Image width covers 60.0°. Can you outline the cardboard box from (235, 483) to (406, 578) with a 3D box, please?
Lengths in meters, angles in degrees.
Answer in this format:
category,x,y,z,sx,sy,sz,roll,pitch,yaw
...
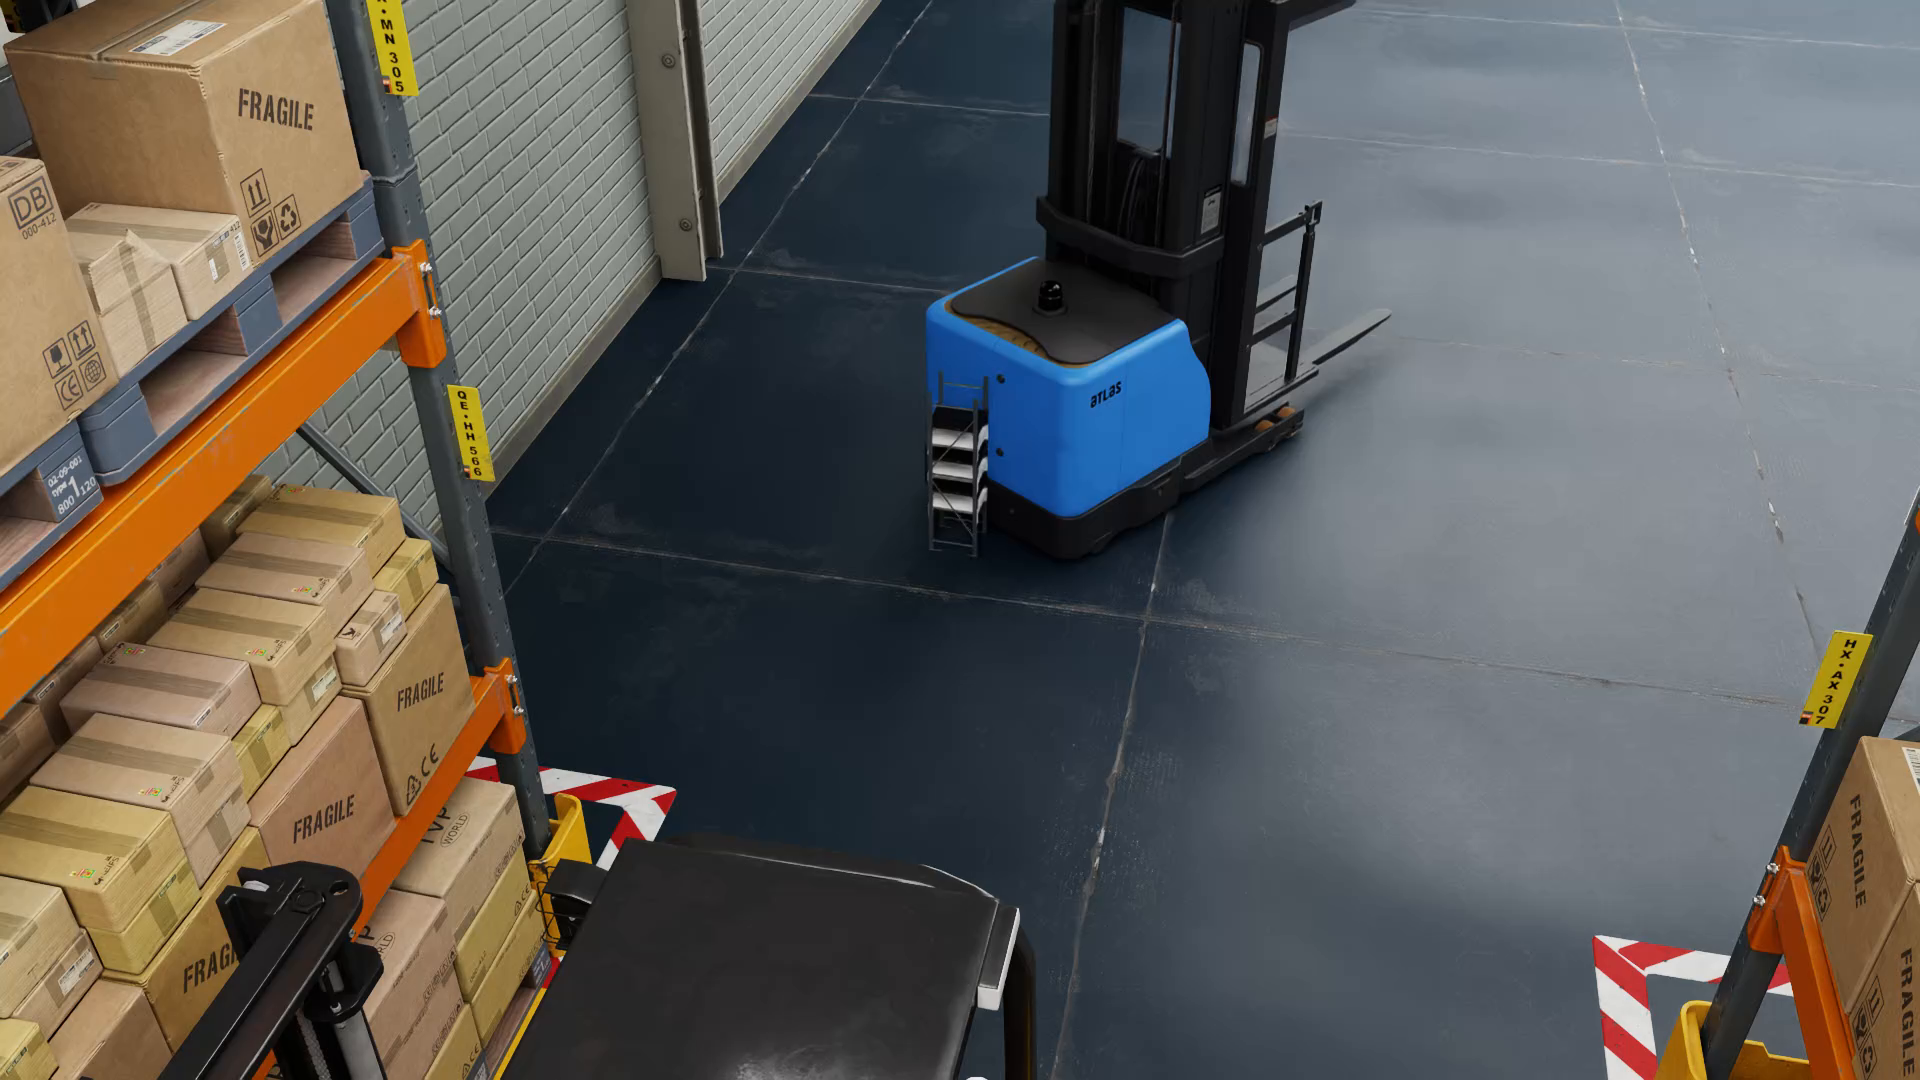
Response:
category,x,y,z,sx,sy,sz,roll,pitch,yaw
cardboard box,-1.852,-0.018,4.827,0.380,0.149,0.250,7,37,10

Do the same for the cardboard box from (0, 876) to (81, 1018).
category,x,y,z,sx,sy,sz,roll,pitch,yaw
cardboard box,-2.174,0.862,3.613,0.380,0.149,0.250,8,37,11

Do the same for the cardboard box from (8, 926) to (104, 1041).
category,x,y,z,sx,sy,sz,roll,pitch,yaw
cardboard box,-2.173,0.975,3.711,0.380,0.149,0.250,7,37,10

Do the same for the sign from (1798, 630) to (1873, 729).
category,x,y,z,sx,sy,sz,roll,pitch,yaw
sign,2.338,0.375,4.438,0.100,0.325,0.005,7,37,10

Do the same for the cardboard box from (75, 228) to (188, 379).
category,x,y,z,sx,sy,sz,roll,pitch,yaw
cardboard box,-1.916,-0.538,3.552,0.396,0.266,0.258,7,37,10

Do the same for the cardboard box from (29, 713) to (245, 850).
category,x,y,z,sx,sy,sz,roll,pitch,yaw
cardboard box,-1.977,0.577,4.006,0.380,0.149,0.250,8,37,11

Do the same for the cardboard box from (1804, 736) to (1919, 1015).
category,x,y,z,sx,sy,sz,roll,pitch,yaw
cardboard box,2.496,0.870,4.155,0.500,0.500,0.500,7,36,9

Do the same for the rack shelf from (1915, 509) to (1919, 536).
category,x,y,z,sx,sy,sz,roll,pitch,yaw
rack shelf,2.441,1.017,2.347,1.077,0.370,4.000,7,37,10

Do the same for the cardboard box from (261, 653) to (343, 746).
category,x,y,z,sx,sy,sz,roll,pitch,yaw
cardboard box,-1.923,0.396,4.510,0.380,0.149,0.250,8,37,11

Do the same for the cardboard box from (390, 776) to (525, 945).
category,x,y,z,sx,sy,sz,roll,pitch,yaw
cardboard box,-1.775,1.015,5.426,0.500,0.250,0.500,8,37,12

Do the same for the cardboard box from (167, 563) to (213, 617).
category,x,y,z,sx,sy,sz,roll,pitch,yaw
cardboard box,-2.298,0.182,4.805,0.380,0.149,0.250,7,37,10

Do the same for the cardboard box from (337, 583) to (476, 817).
category,x,y,z,sx,sy,sz,roll,pitch,yaw
cardboard box,-1.830,0.448,4.990,0.500,0.500,0.500,7,36,9

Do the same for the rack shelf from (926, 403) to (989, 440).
category,x,y,z,sx,sy,sz,roll,pitch,yaw
rack shelf,-0.010,-0.548,7.836,0.258,0.077,0.200,8,37,11

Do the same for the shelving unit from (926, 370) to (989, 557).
category,x,y,z,sx,sy,sz,roll,pitch,yaw
shelving unit,-0.010,-0.356,7.975,0.258,0.900,0.210,8,37,11

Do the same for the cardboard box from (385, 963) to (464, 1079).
category,x,y,z,sx,sy,sz,roll,pitch,yaw
cardboard box,-1.898,1.519,5.157,0.500,0.250,0.500,7,37,10

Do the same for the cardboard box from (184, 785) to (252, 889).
category,x,y,z,sx,sy,sz,roll,pitch,yaw
cardboard box,-1.997,0.696,4.096,0.380,0.149,0.250,6,36,8

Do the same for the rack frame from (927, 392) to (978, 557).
category,x,y,z,sx,sy,sz,roll,pitch,yaw
rack frame,-0.035,-0.298,7.895,0.240,0.900,0.006,8,37,11

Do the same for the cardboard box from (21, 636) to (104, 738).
category,x,y,z,sx,sy,sz,roll,pitch,yaw
cardboard box,-2.461,0.355,4.313,0.380,0.149,0.250,8,37,10

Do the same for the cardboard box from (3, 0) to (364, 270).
category,x,y,z,sx,sy,sz,roll,pitch,yaw
cardboard box,-1.838,-1.007,4.000,0.500,0.500,0.500,8,37,11

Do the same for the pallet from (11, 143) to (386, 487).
category,x,y,z,sx,sy,sz,roll,pitch,yaw
pallet,-2.158,-0.603,4.045,1.003,0.211,1.213,7,37,10

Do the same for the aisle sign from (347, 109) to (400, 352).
category,x,y,z,sx,sy,sz,roll,pitch,yaw
aisle sign,-1.680,-0.880,4.692,0.394,0.787,0.004,7,37,10

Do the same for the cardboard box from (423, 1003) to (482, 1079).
category,x,y,z,sx,sy,sz,roll,pitch,yaw
cardboard box,-1.889,1.710,5.320,0.500,0.250,0.500,7,37,10

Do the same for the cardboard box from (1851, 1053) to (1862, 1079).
category,x,y,z,sx,sy,sz,roll,pitch,yaw
cardboard box,2.418,1.353,4.041,0.380,0.149,0.250,6,36,8

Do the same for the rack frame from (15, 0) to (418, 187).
category,x,y,z,sx,sy,sz,roll,pitch,yaw
rack frame,-1.981,-2.255,3.694,1.000,3.000,0.127,7,37,10

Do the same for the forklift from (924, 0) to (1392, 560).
category,x,y,z,sx,sy,sz,roll,pitch,yaw
forklift,1.218,-1.853,8.309,3.031,2.935,1.130,-30,46,-35

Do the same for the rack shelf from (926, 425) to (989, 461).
category,x,y,z,sx,sy,sz,roll,pitch,yaw
rack shelf,-0.010,-0.475,7.889,0.258,0.077,0.200,8,37,11

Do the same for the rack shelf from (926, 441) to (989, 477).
category,x,y,z,sx,sy,sz,roll,pitch,yaw
rack shelf,-0.010,-0.402,7.941,0.258,0.077,0.200,8,37,11

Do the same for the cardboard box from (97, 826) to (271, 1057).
category,x,y,z,sx,sy,sz,roll,pitch,yaw
cardboard box,-2.059,1.039,4.176,0.500,0.500,0.500,7,36,9

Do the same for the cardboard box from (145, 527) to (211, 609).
category,x,y,z,sx,sy,sz,roll,pitch,yaw
cardboard box,-2.380,0.061,4.719,0.380,0.149,0.250,9,37,12

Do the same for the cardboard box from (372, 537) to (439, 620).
category,x,y,z,sx,sy,sz,roll,pitch,yaw
cardboard box,-1.782,0.105,4.912,0.380,0.149,0.250,8,37,11

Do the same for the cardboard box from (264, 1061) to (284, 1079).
category,x,y,z,sx,sy,sz,roll,pitch,yaw
cardboard box,-1.976,1.599,4.620,0.500,0.250,0.500,8,37,11

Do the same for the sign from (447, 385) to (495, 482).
category,x,y,z,sx,sy,sz,roll,pitch,yaw
sign,-1.454,-0.315,4.940,0.100,0.325,0.005,7,37,10

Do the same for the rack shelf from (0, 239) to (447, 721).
category,x,y,z,sx,sy,sz,roll,pitch,yaw
rack shelf,-2.409,0.397,3.203,1.077,0.370,4.000,7,37,10

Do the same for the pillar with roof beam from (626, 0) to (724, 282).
category,x,y,z,sx,sy,sz,roll,pitch,yaw
pillar with roof beam,2.477,-4.869,7.300,9.100,9.000,0.400,7,37,10

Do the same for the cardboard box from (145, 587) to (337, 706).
category,x,y,z,sx,sy,sz,roll,pitch,yaw
cardboard box,-1.904,0.281,4.415,0.380,0.149,0.250,8,37,11

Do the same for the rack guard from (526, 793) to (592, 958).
category,x,y,z,sx,sy,sz,roll,pitch,yaw
rack guard,-1.976,1.172,6.207,1.175,0.500,0.348,7,37,10

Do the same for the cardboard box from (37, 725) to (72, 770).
category,x,y,z,sx,sy,sz,roll,pitch,yaw
cardboard box,-2.475,0.473,4.404,0.380,0.149,0.250,6,36,8
